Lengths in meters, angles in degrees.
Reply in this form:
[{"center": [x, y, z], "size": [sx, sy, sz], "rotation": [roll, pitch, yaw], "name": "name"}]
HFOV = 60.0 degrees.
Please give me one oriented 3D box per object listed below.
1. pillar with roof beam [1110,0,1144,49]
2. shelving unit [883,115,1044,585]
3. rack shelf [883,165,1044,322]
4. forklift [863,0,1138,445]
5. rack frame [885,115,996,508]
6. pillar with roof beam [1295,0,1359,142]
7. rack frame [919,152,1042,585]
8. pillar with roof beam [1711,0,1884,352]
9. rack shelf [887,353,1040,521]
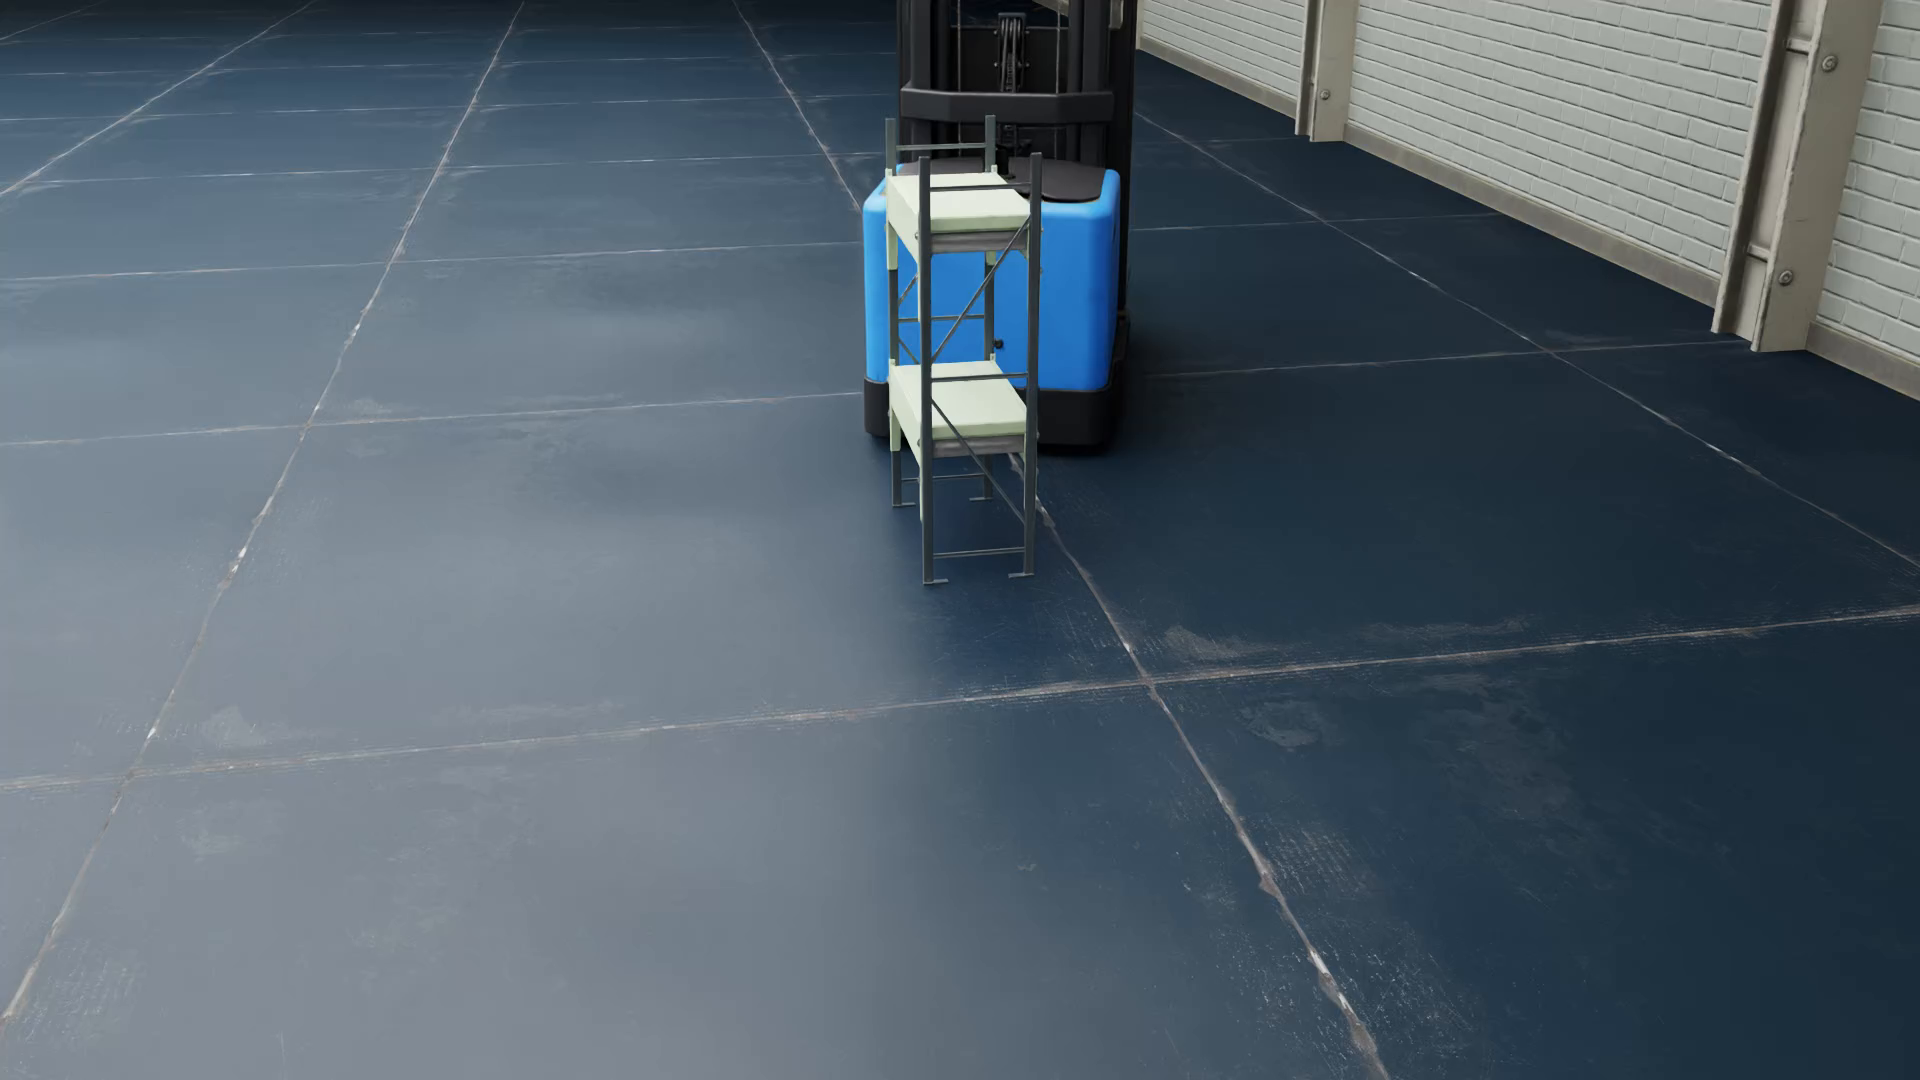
[{"center": [-2.298, -9.566, 16.910], "size": [9.100, 9.000, 0.400], "rotation": [-4, 24, -10], "name": "pillar with roof beam"}, {"center": [-0.001, -0.690, 5.956], "size": [0.431, 1.500, 0.755], "rotation": [-4, 24, -10], "name": "shelving unit"}, {"center": [-0.001, -1.048, 5.800], "size": [0.431, 0.370, 0.720], "rotation": [-4, 24, -10], "name": "rack shelf"}, {"center": [0.289, -2.296, 7.844], "size": [1.130, 2.935, 3.031], "rotation": [3, 24, 7], "name": "forklift"}, {"center": [-0.069, -0.834, 6.285], "size": [0.400, 1.500, 0.023], "rotation": [-4, 24, -10], "name": "rack frame"}, {"center": [-1.188, -7.206, 11.506], "size": [9.100, 9.000, 0.400], "rotation": [-4, 24, -10], "name": "pillar with roof beam"}, {"center": [0.066, -0.546, 5.626], "size": [0.400, 1.500, 0.023], "rotation": [-4, 24, -10], "name": "rack frame"}, {"center": [-0.079, -4.846, 6.102], "size": [9.100, 9.000, 0.400], "rotation": [-4, 24, -10], "name": "pillar with roof beam"}, {"center": [-0.001, -0.391, 6.086], "size": [0.431, 0.370, 0.720], "rotation": [-4, 24, -10], "name": "rack shelf"}]
